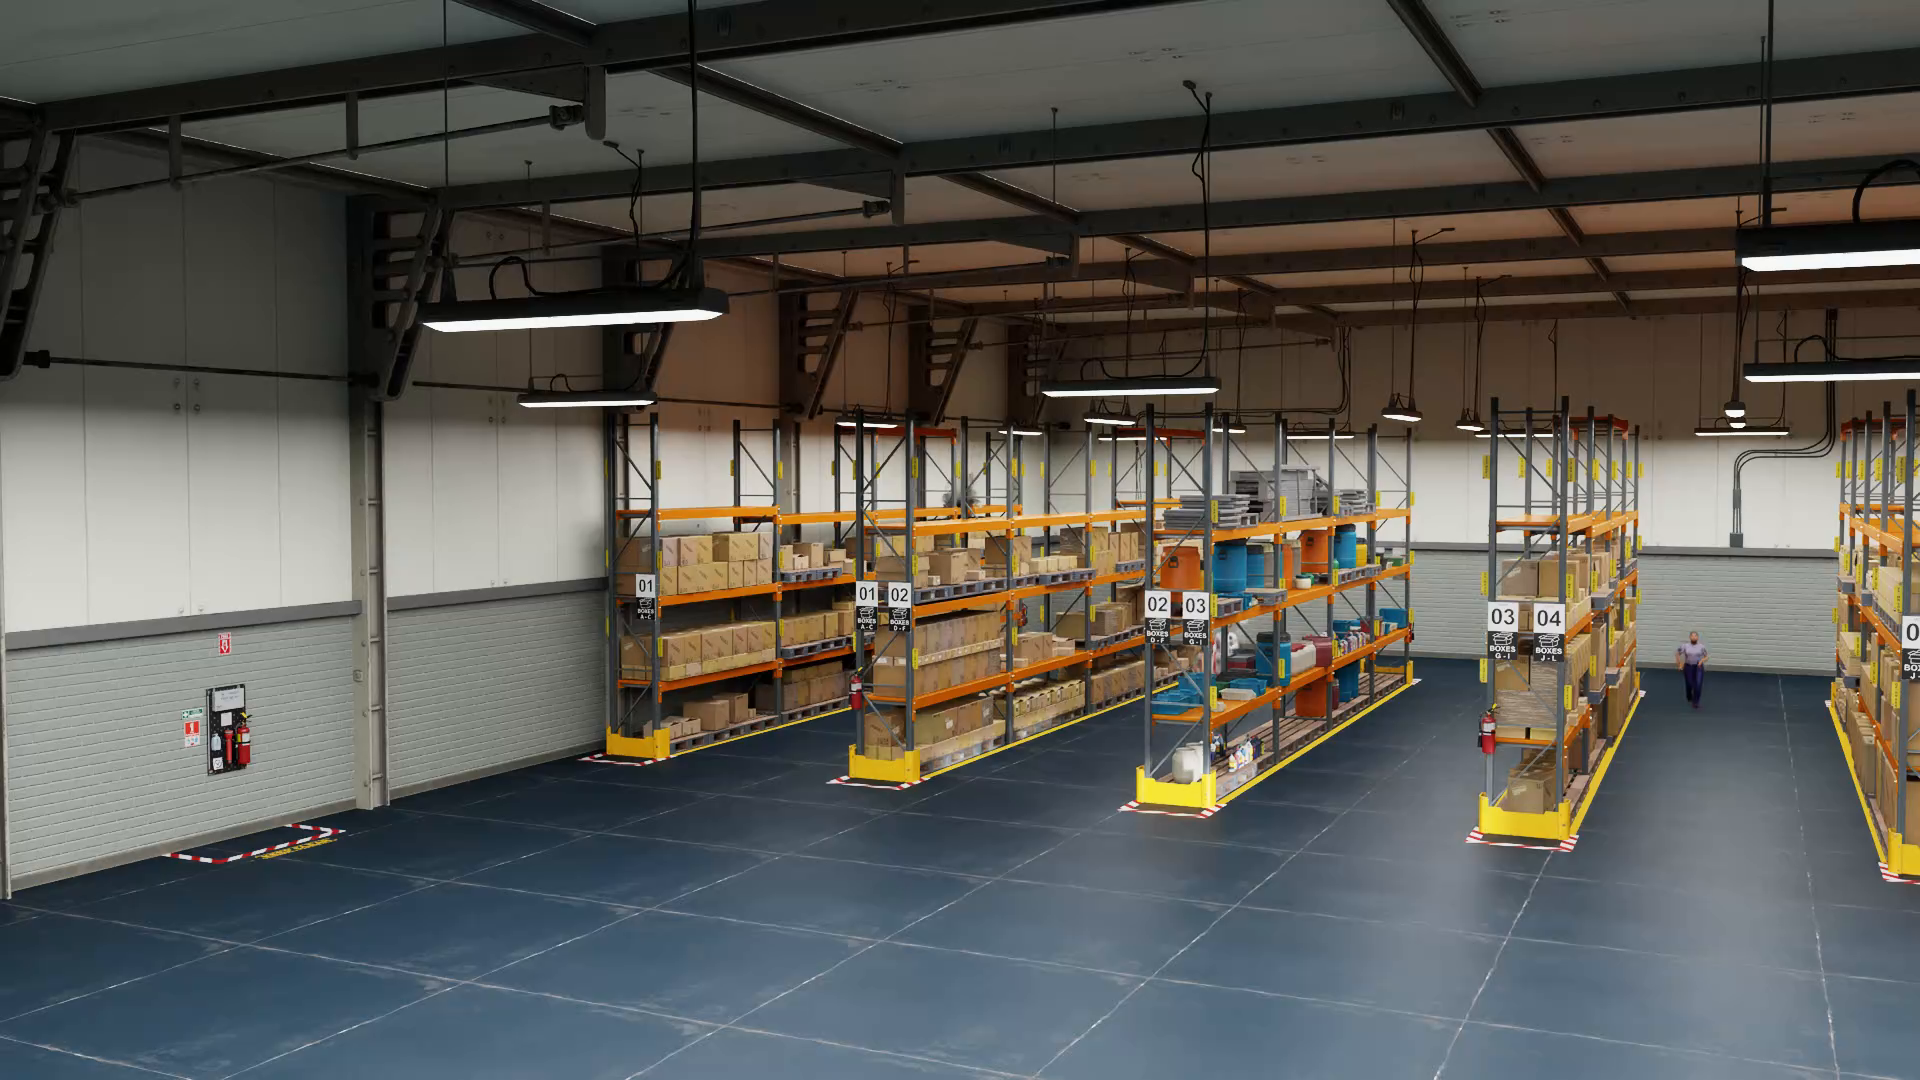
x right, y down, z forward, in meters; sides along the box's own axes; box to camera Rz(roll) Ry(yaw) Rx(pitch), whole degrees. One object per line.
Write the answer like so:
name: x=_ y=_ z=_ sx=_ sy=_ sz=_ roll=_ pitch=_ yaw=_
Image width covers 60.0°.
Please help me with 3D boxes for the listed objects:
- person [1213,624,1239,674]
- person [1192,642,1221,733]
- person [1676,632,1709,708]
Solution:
person: x=5.868 y=2.612 z=36.771 sx=0.579 sy=1.706 sz=0.685 roll=0 pitch=2 yaw=11
person: x=4.753 y=2.777 z=31.819 sx=0.652 sy=1.824 sz=0.714 roll=1 pitch=3 yaw=28
person: x=15.505 y=2.740 z=35.182 sx=0.636 sy=1.608 sz=0.574 roll=1 pitch=3 yaw=17
